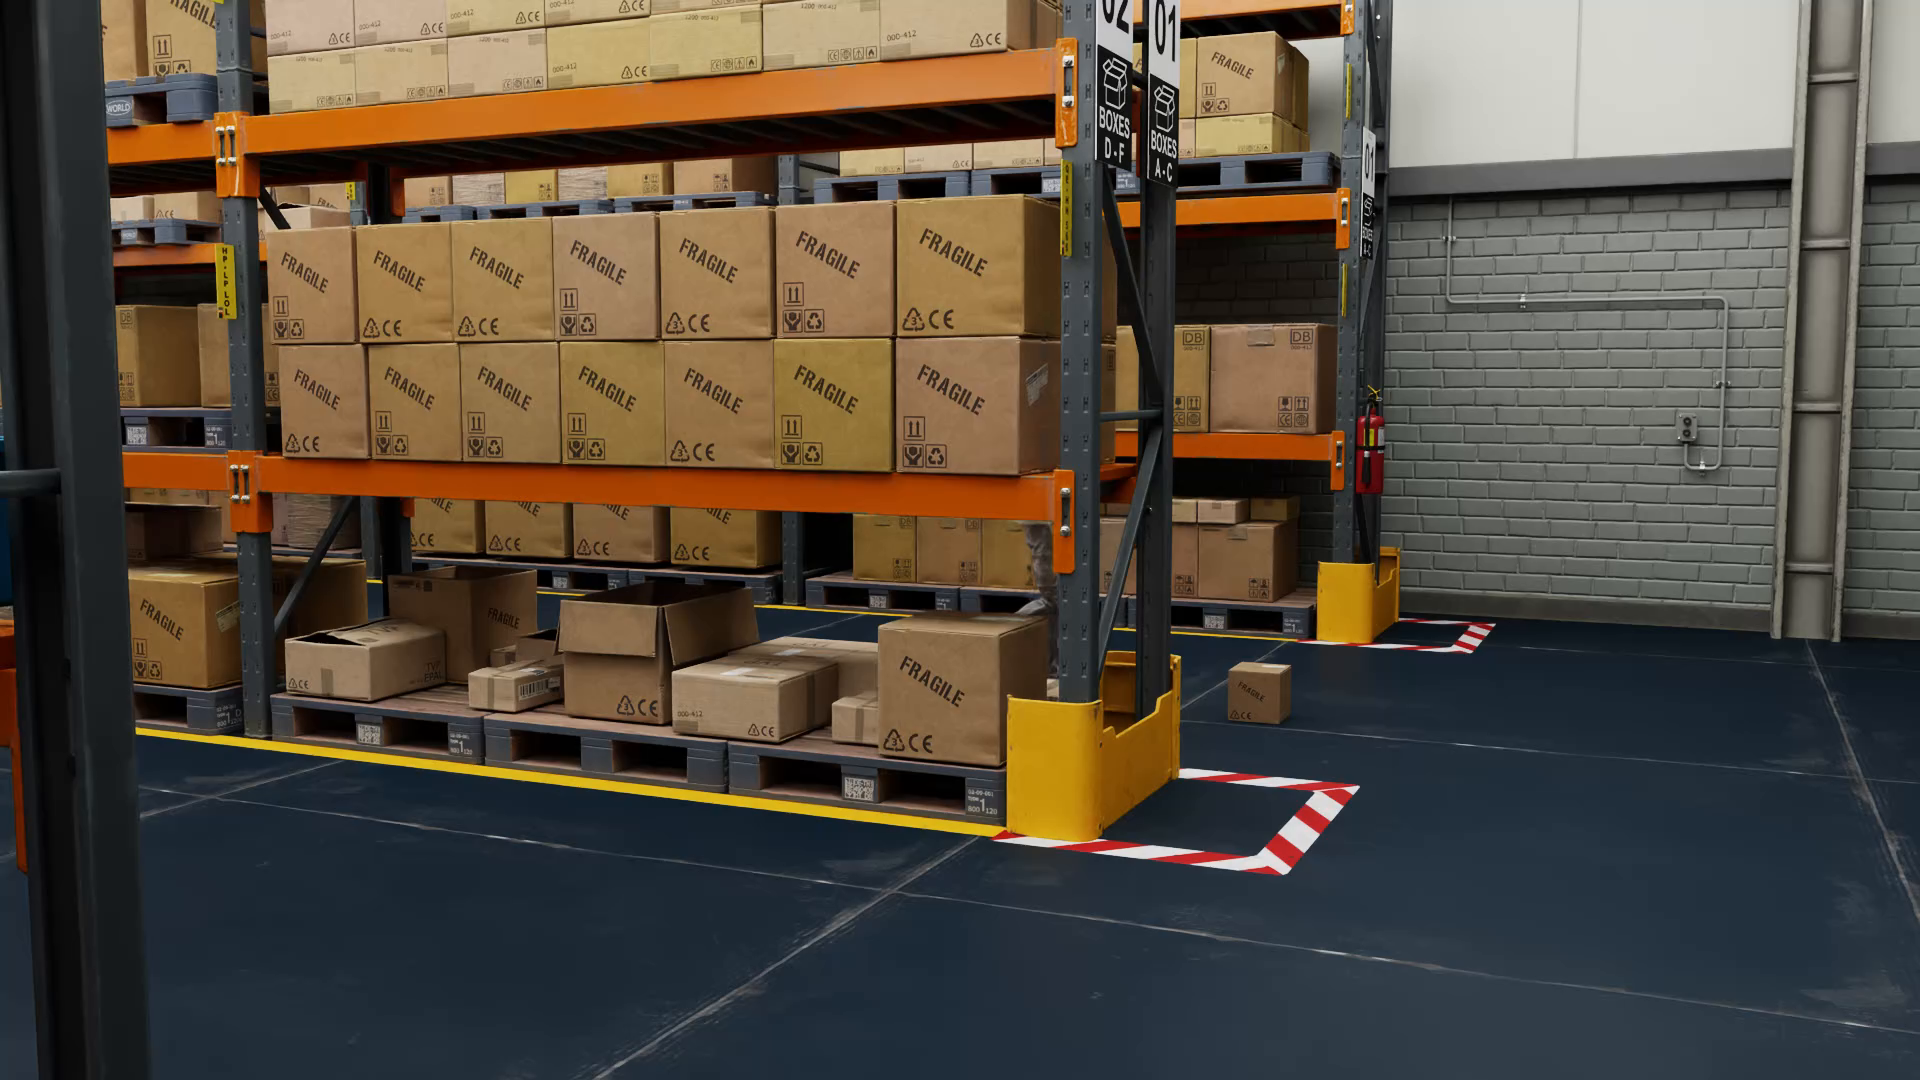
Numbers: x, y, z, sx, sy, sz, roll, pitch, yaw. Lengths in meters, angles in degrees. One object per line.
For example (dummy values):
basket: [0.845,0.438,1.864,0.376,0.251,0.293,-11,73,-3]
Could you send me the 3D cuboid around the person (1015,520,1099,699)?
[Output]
person: [0.465,-0.073,8.557,0.646,1.784,0.573,3,6,28]
